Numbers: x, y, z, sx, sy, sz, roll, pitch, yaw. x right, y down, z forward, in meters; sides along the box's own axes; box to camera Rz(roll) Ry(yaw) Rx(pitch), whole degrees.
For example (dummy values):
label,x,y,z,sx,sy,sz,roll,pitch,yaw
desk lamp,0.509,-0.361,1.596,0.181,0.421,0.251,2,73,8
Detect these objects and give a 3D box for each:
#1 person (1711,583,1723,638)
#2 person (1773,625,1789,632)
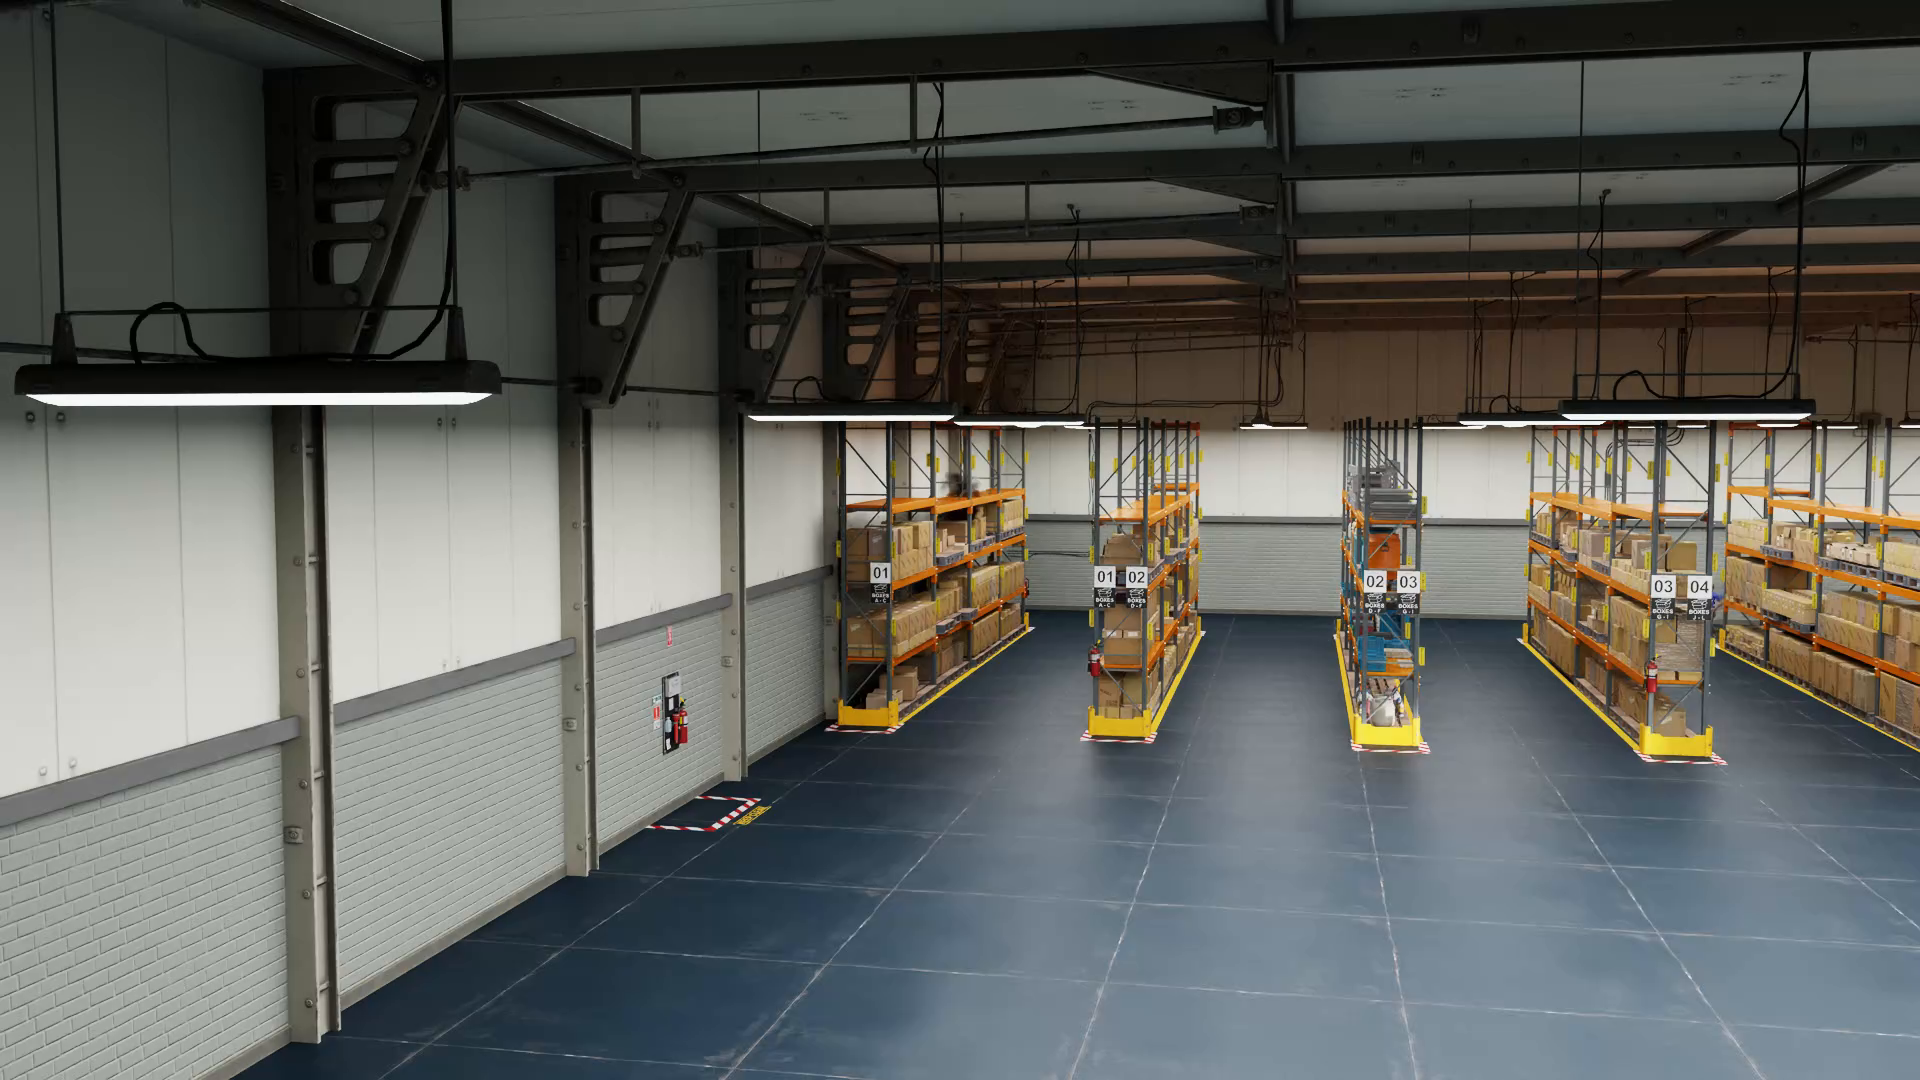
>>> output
label,x,y,z,sx,sy,sz,roll,pitch,yaw
person,20.394,1.992,45.172,0.834,1.684,0.625,-1,4,-18
person,22.015,2.053,44.475,0.673,1.648,0.638,-1,4,-12
